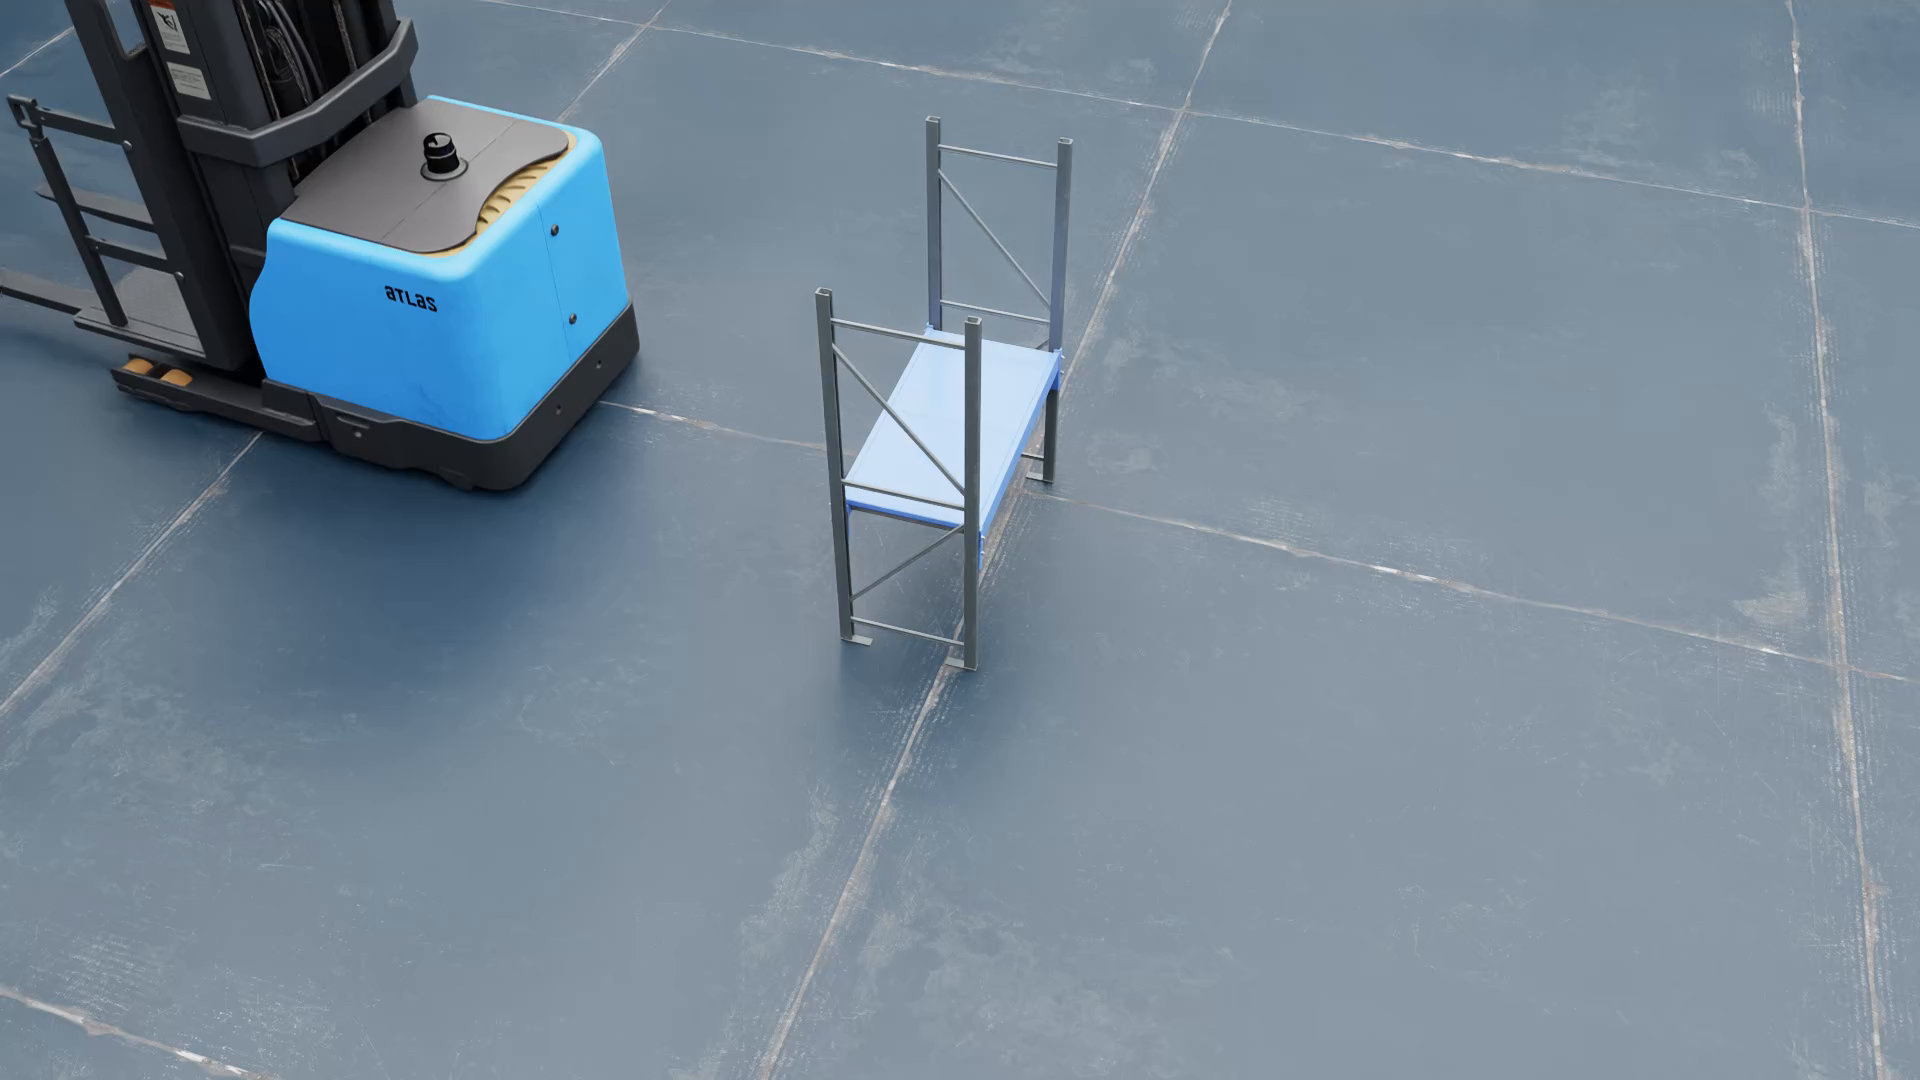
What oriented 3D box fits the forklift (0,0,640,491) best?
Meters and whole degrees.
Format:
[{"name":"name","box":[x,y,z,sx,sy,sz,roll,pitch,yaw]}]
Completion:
[{"name":"forklift","box":[-2.910,-1.901,6.097,3.031,2.935,1.130,16,47,16]}]

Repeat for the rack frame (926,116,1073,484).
[{"name":"rack frame","box":[0.128,-0.818,6.014,0.500,1.500,0.032,13,46,12]}]

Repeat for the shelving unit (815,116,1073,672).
[{"name":"shelving unit","box":[-0.026,-0.479,5.667,0.538,1.500,1.048,13,46,12]}]

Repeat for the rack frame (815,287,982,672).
[{"name":"rack frame","box":[-0.180,-0.140,5.321,0.500,1.500,0.032,13,46,12]}]

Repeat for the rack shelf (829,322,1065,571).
[{"name":"rack shelf","box":[-0.026,-0.351,5.793,0.538,0.185,1.000,13,46,12]}]
